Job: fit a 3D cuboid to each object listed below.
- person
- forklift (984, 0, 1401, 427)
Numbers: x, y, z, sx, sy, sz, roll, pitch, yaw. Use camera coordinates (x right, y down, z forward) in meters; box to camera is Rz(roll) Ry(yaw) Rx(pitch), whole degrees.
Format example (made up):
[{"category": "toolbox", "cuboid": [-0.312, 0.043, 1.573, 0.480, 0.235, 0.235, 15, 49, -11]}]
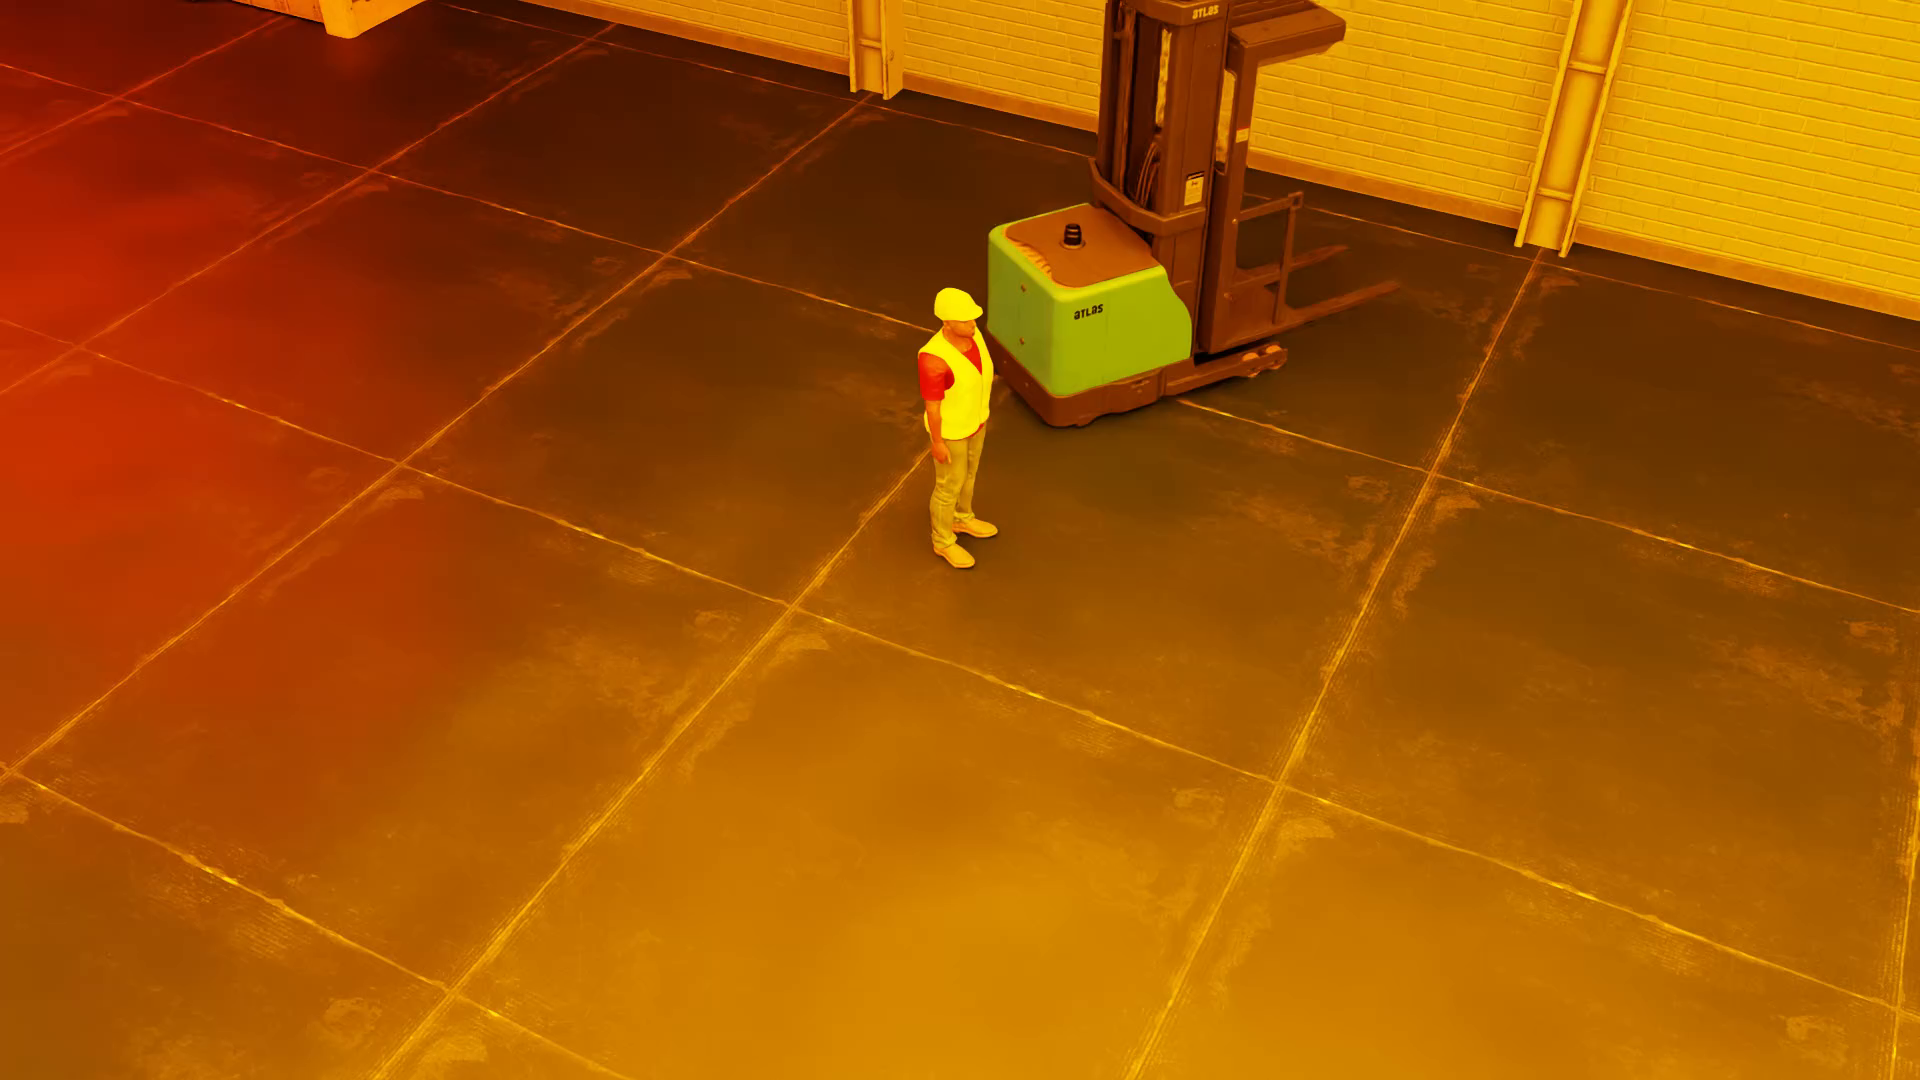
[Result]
[{"category": "person", "cuboid": [0.007, -0.680, 9.699, 0.388, 1.770, 0.556, 18, 43, 21]}, {"category": "forklift", "cuboid": [1.719, -2.544, 11.007, 3.031, 2.935, 1.130, -19, 44, -21]}]
